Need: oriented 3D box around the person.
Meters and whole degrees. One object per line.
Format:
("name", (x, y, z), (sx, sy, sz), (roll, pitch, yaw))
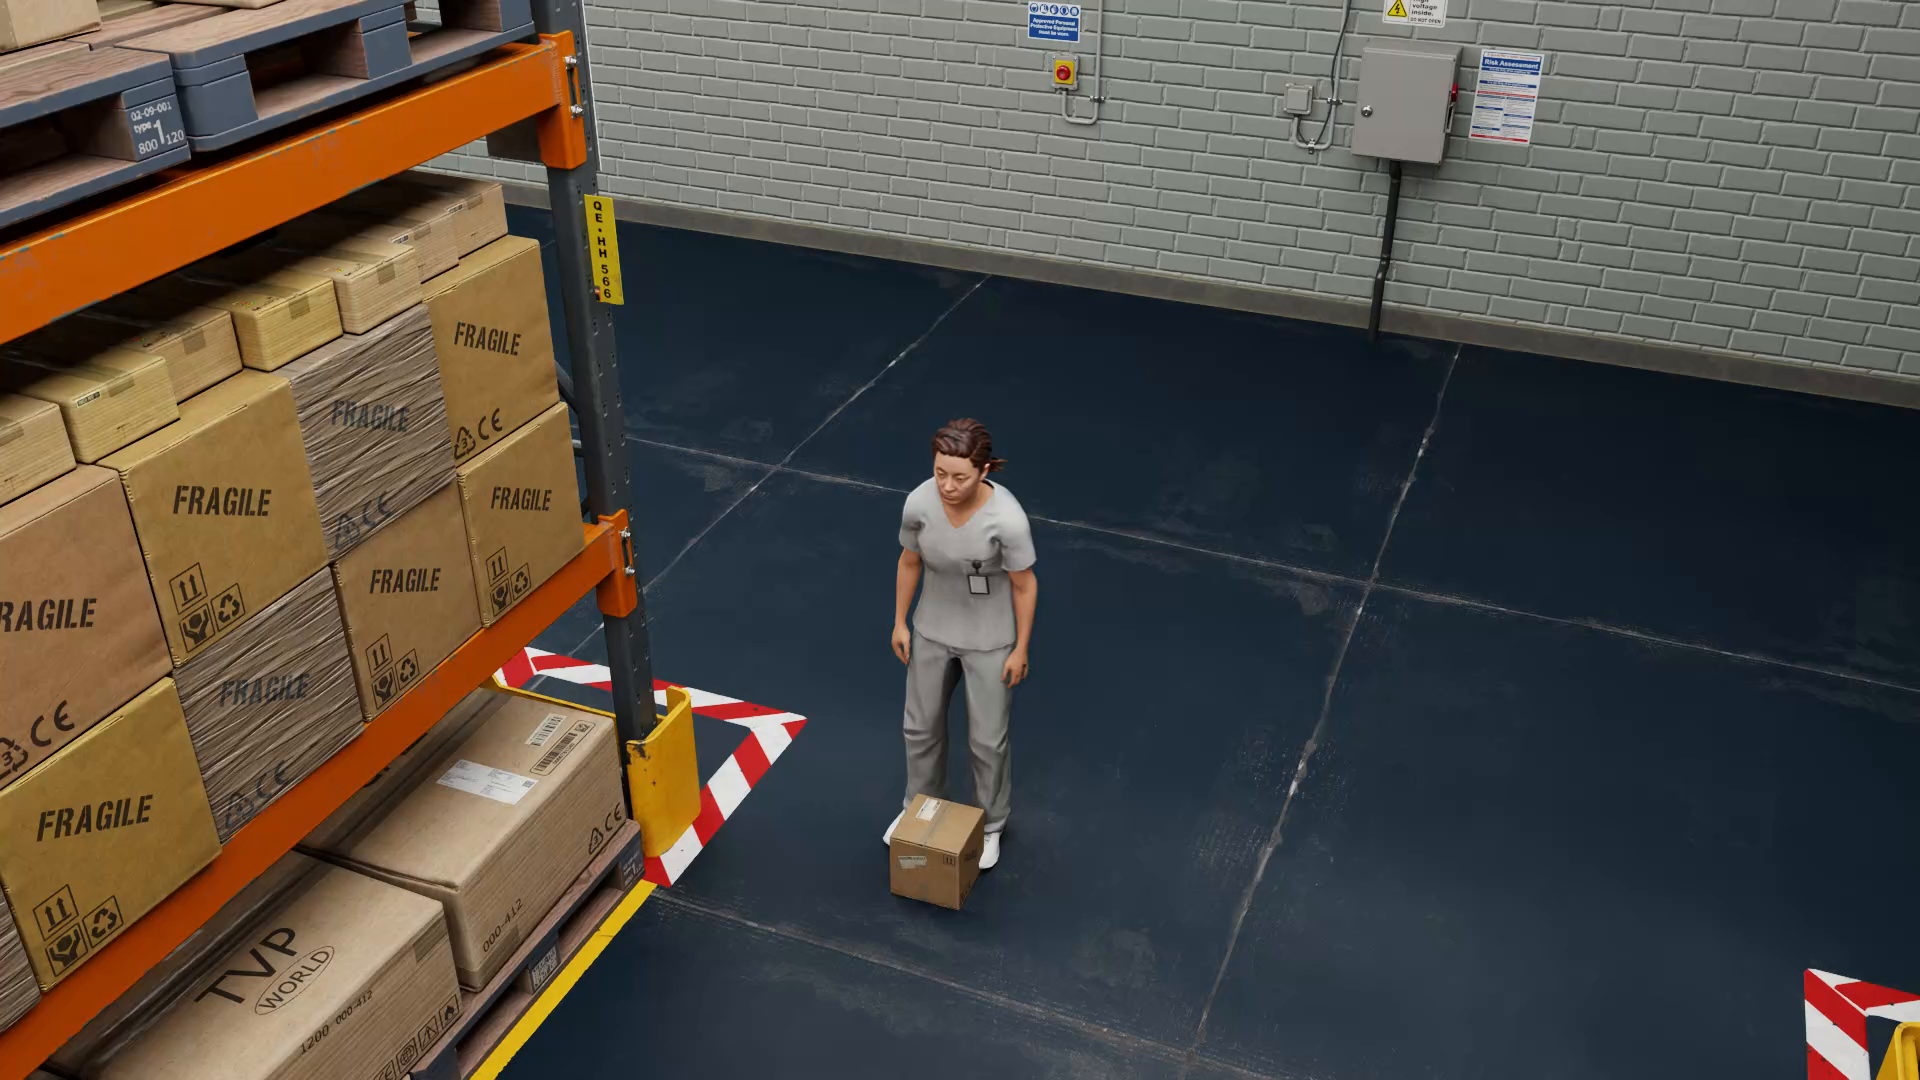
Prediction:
("person", (0.007, 0.343, 5.551), (0.493, 1.650, 0.353), (11, 32, 19))
